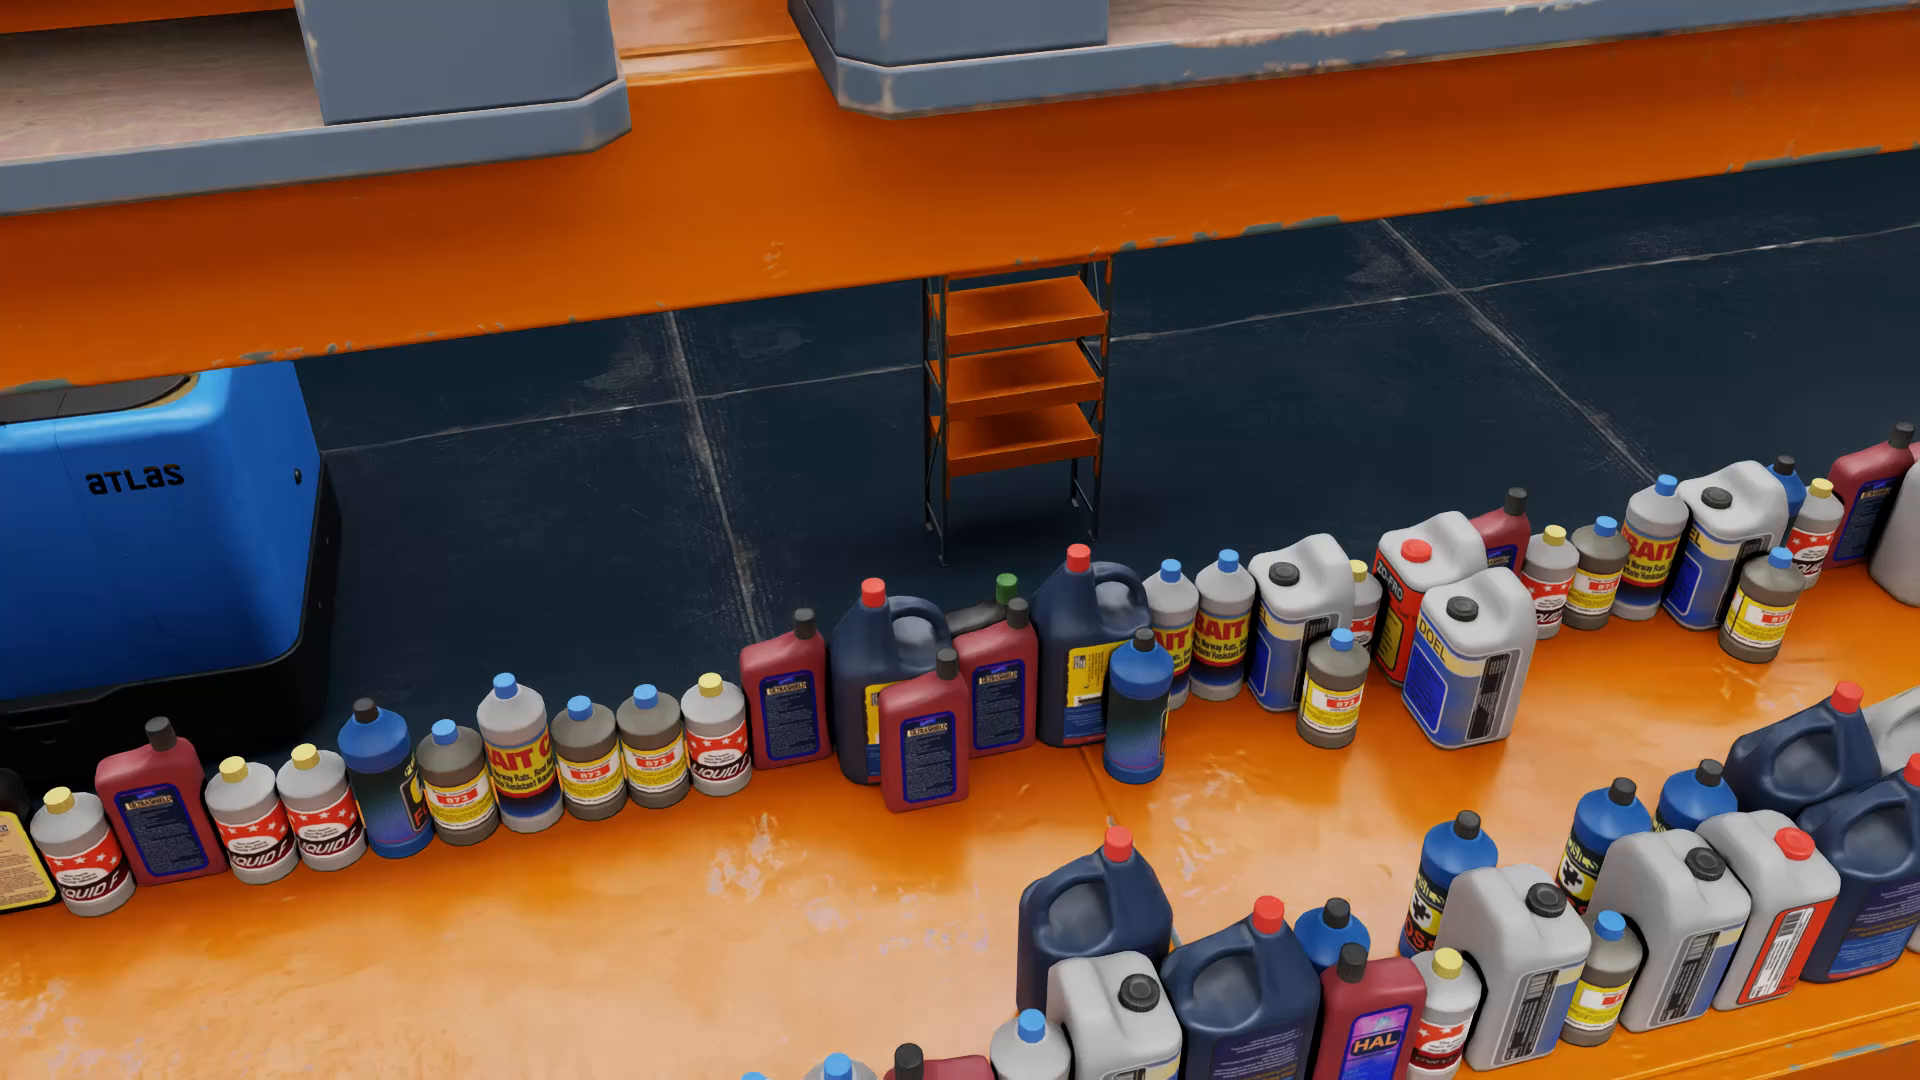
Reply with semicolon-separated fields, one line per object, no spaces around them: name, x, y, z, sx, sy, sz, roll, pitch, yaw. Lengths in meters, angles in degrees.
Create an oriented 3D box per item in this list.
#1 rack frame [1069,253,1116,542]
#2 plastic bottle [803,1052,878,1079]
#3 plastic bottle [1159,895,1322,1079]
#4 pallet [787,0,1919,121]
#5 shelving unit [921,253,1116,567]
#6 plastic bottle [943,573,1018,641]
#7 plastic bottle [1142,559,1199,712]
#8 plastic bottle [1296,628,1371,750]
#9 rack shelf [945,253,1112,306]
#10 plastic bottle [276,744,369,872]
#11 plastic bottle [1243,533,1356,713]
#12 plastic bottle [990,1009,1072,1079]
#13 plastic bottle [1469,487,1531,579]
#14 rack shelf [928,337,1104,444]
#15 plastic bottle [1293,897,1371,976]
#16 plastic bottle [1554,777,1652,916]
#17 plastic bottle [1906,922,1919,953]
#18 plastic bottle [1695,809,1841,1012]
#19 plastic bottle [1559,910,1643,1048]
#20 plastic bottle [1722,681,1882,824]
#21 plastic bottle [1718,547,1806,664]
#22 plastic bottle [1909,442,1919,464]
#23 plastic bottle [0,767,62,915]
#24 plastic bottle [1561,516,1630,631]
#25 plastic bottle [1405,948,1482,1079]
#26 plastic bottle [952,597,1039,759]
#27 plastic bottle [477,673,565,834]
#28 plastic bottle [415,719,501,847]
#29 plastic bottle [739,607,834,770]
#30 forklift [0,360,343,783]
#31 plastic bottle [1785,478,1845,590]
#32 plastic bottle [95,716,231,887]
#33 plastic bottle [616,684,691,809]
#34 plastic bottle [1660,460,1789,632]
rack frame;0.395;-0.541;4.970;0.015;1.200;0.240;-9;38;-12
plastic bottle;-0.139;0.702;1.969;0.097;0.271;0.097;0;37;0
plastic bottle;0.344;0.577;2.068;0.185;0.351;0.144;-9;38;-12
pallet;0.384;-0.709;1.394;1.213;0.211;1.003;-9;38;-12
shelving unit;0.160;-0.503;4.920;0.503;1.200;0.258;-9;38;-12
plastic bottle;0.038;0.179;2.643;0.133;0.283;0.061;-9;38;-12
plastic bottle;0.332;0.147;2.695;0.097;0.271;0.097;0;37;0
plastic bottle;0.596;0.227;2.648;0.097;0.201;0.097;0;37;0
rack shelf;0.160;-0.815;4.681;0.480;0.148;0.258;-9;38;-12
plastic bottle;-0.940;0.384;2.443;0.097;0.201;0.097;0;37;0
plastic bottle;0.545;0.127;2.717;0.135;0.276;0.152;-9;38;-12
plastic bottle;0.084;0.665;2.017;0.097;0.271;0.097;0;37;0
plastic bottle;0.887;0.040;2.825;0.133;0.283;0.061;-9;38;-12
rack shelf;0.160;-0.449;4.961;0.480;0.148;0.258;-9;38;-12
plastic bottle;0.470;0.564;2.150;0.097;0.271;0.097;0;37;0
plastic bottle;0.893;0.437;2.316;0.097;0.271;0.097;0;37;0
plastic bottle;1.407;0.402;2.296;0.185;0.351;0.144;-9;38;-12
plastic bottle;1.073;0.484;2.251;0.135;0.276;0.152;-9;38;-12
plastic bottle;0.839;0.569;2.200;0.097;0.201;0.097;0;37;0
plastic bottle;1.191;0.347;2.368;0.185;0.351;0.144;-9;38;-12
plastic bottle;1.360;0.102;2.811;0.097;0.201;0.097;0;37;0
plastic bottle;1.744;-0.101;3.009;0.133;0.283;0.061;-9;38;-12
plastic bottle;-1.373;0.411;2.340;0.133;0.283;0.061;-9;38;-12
plastic bottle;1.097;0.049;2.880;0.097;0.201;0.097;0;37;0
plastic bottle;0.615;0.606;2.152;0.097;0.201;0.097;0;37;0
plastic bottle;0.053;0.215;2.596;0.133;0.283;0.061;-9;38;-12
plastic bottle;-0.658;0.310;2.482;0.097;0.271;0.097;0;37;0
plastic bottle;-0.752;0.353;2.484;0.097;0.201;0.097;0;37;0
plastic bottle;-0.270;0.230;2.577;0.133;0.283;0.061;-9;38;-12
forklift;-3.312;-0.704;3.758;3.031;2.935;1.130;-8;38;-10
plastic bottle;1.509;-0.018;2.968;0.097;0.201;0.097;0;37;0
plastic bottle;-1.150;0.374;2.388;0.133;0.283;0.061;-9;38;-12
plastic bottle;-0.470;0.307;2.544;0.097;0.201;0.097;0;37;0
plastic bottle;1.310;0.002;2.881;0.135;0.276;0.152;-9;38;-12
